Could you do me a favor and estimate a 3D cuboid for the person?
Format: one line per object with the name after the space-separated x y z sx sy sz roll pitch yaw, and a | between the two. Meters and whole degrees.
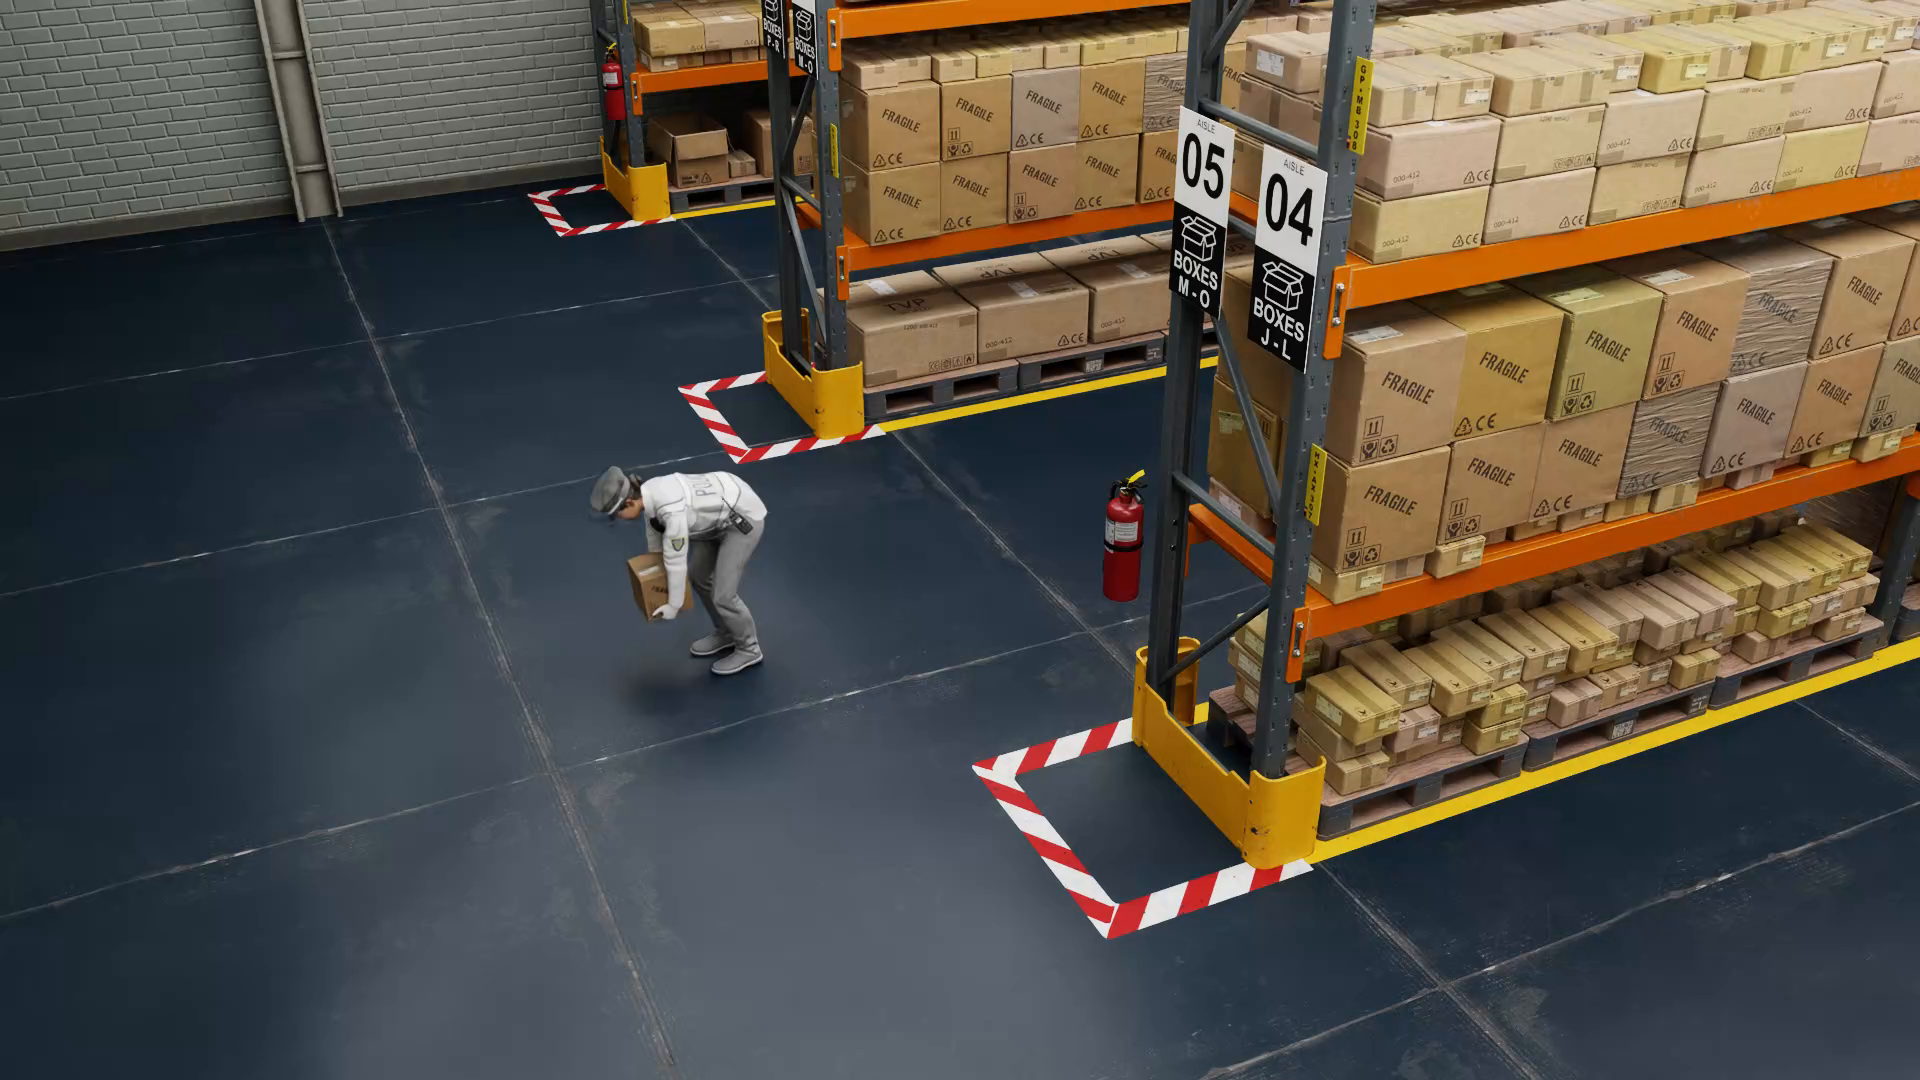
-1.436 0.135 8.632 0.906 1.251 0.402 -14 33 -23 | person
